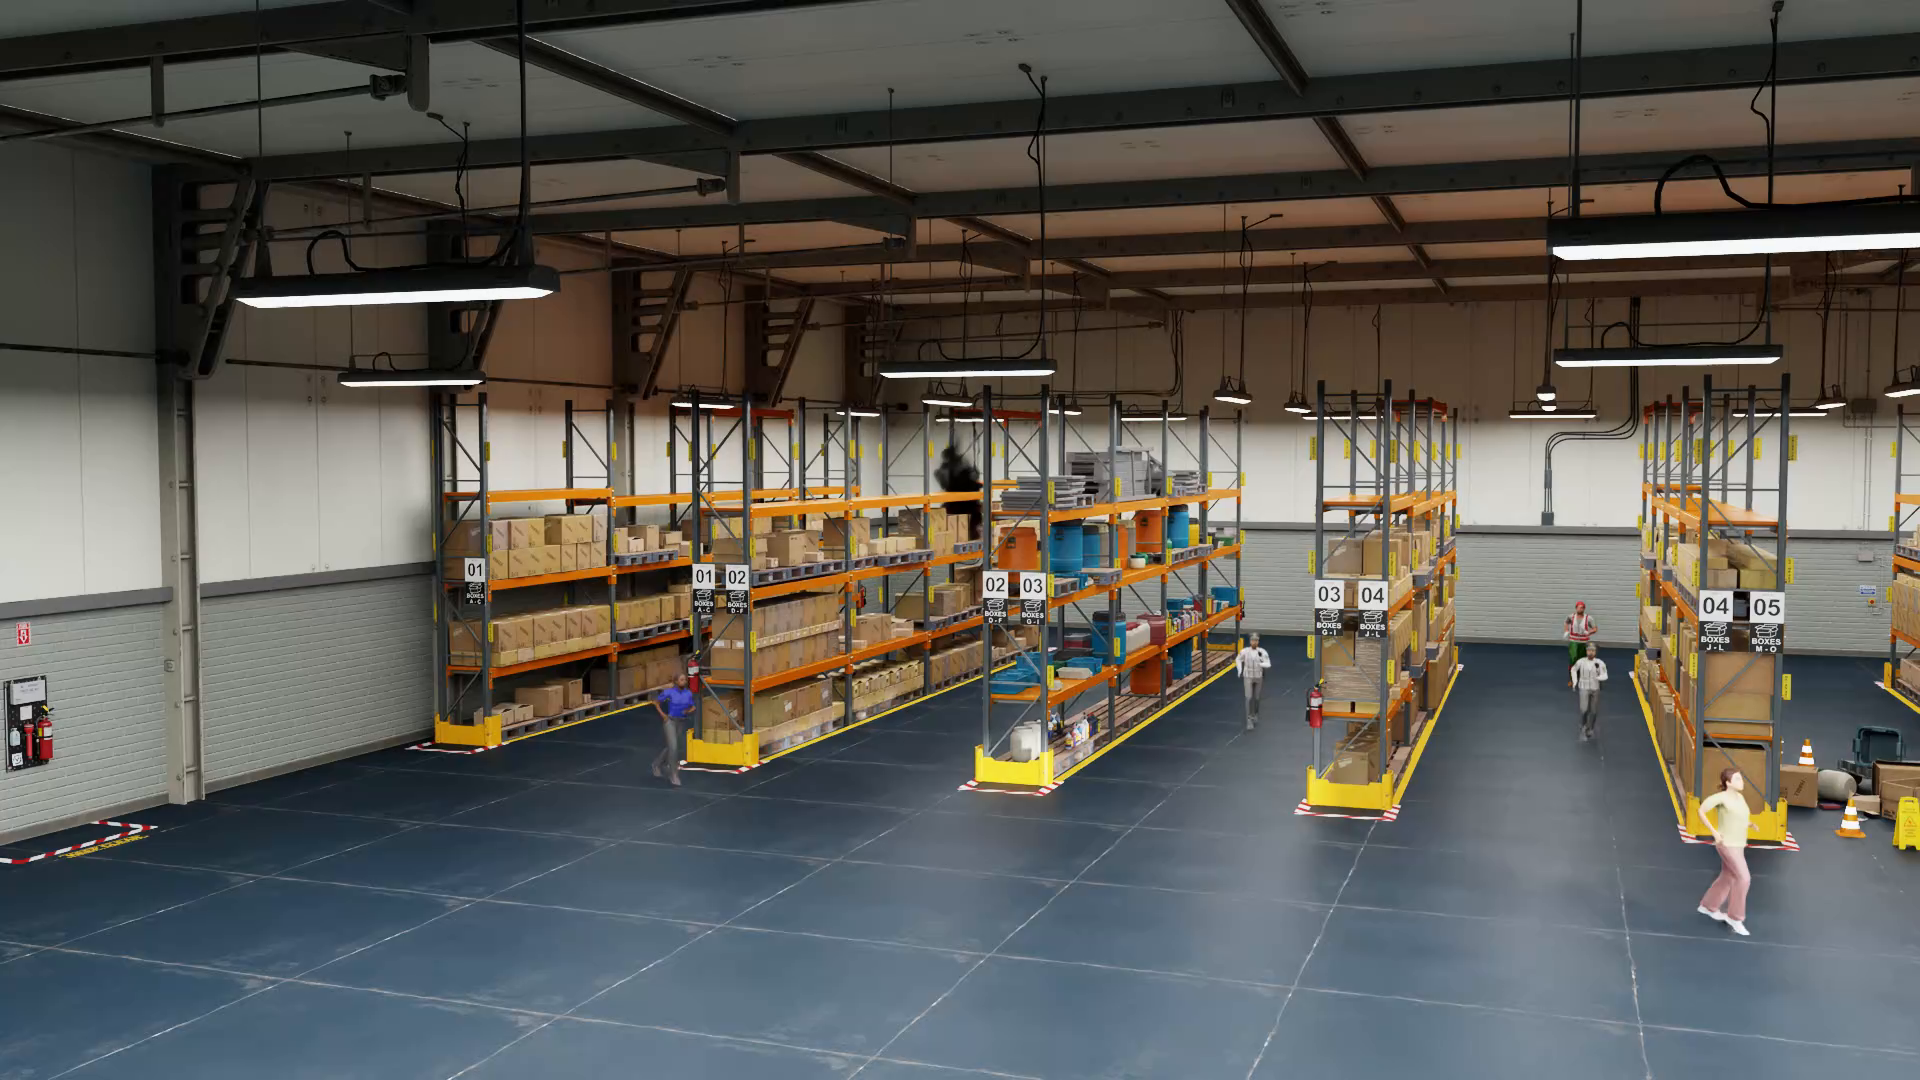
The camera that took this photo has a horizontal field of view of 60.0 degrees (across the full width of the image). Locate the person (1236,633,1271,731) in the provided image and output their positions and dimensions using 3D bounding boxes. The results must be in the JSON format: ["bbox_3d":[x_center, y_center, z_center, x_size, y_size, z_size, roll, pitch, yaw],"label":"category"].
[{"bbox_3d":[5.330,2.533,30.188,0.594,1.725,0.857,0,3,5],"label":"person"}]

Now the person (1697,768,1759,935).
[{"bbox_3d":[8.069,3.249,17.475,0.578,1.732,0.636,-2,4,-36],"label":"person"}]

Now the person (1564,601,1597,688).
[{"bbox_3d":[13.256,2.219,35.525,0.664,1.834,0.804,1,3,22],"label":"person"}]

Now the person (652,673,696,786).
[{"bbox_3d":[-4.327,2.850,25.322,0.592,1.673,0.864,-3,4,-44],"label":"person"}]

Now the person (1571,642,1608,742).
[{"bbox_3d":[10.892,2.627,28.778,0.580,1.727,0.708,1,3,17],"label":"person"}]
